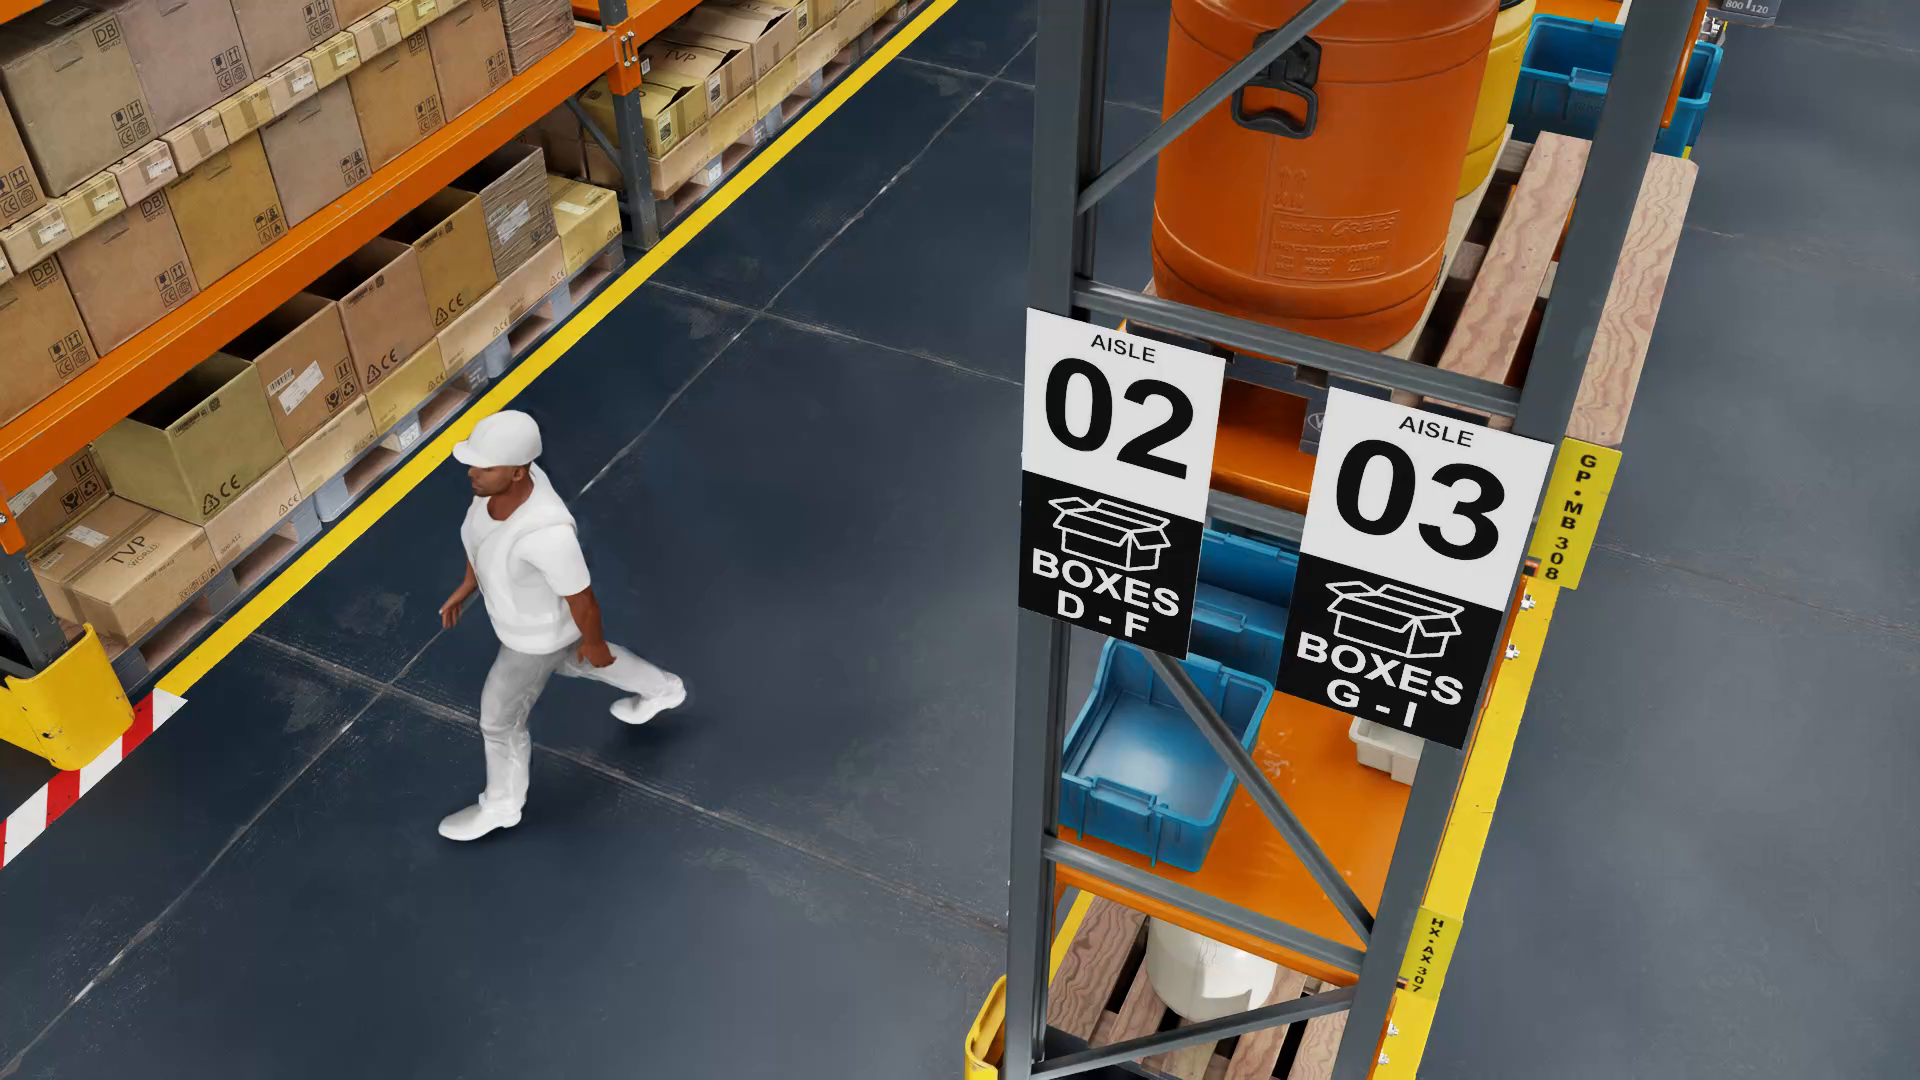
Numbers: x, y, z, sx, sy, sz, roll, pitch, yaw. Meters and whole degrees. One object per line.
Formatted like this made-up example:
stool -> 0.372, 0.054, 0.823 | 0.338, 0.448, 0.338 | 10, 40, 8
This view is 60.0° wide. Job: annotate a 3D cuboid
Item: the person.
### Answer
person -> -1.509, 0.256, 5.851 | 1.038, 1.725, 0.552 | -18, 45, -19
